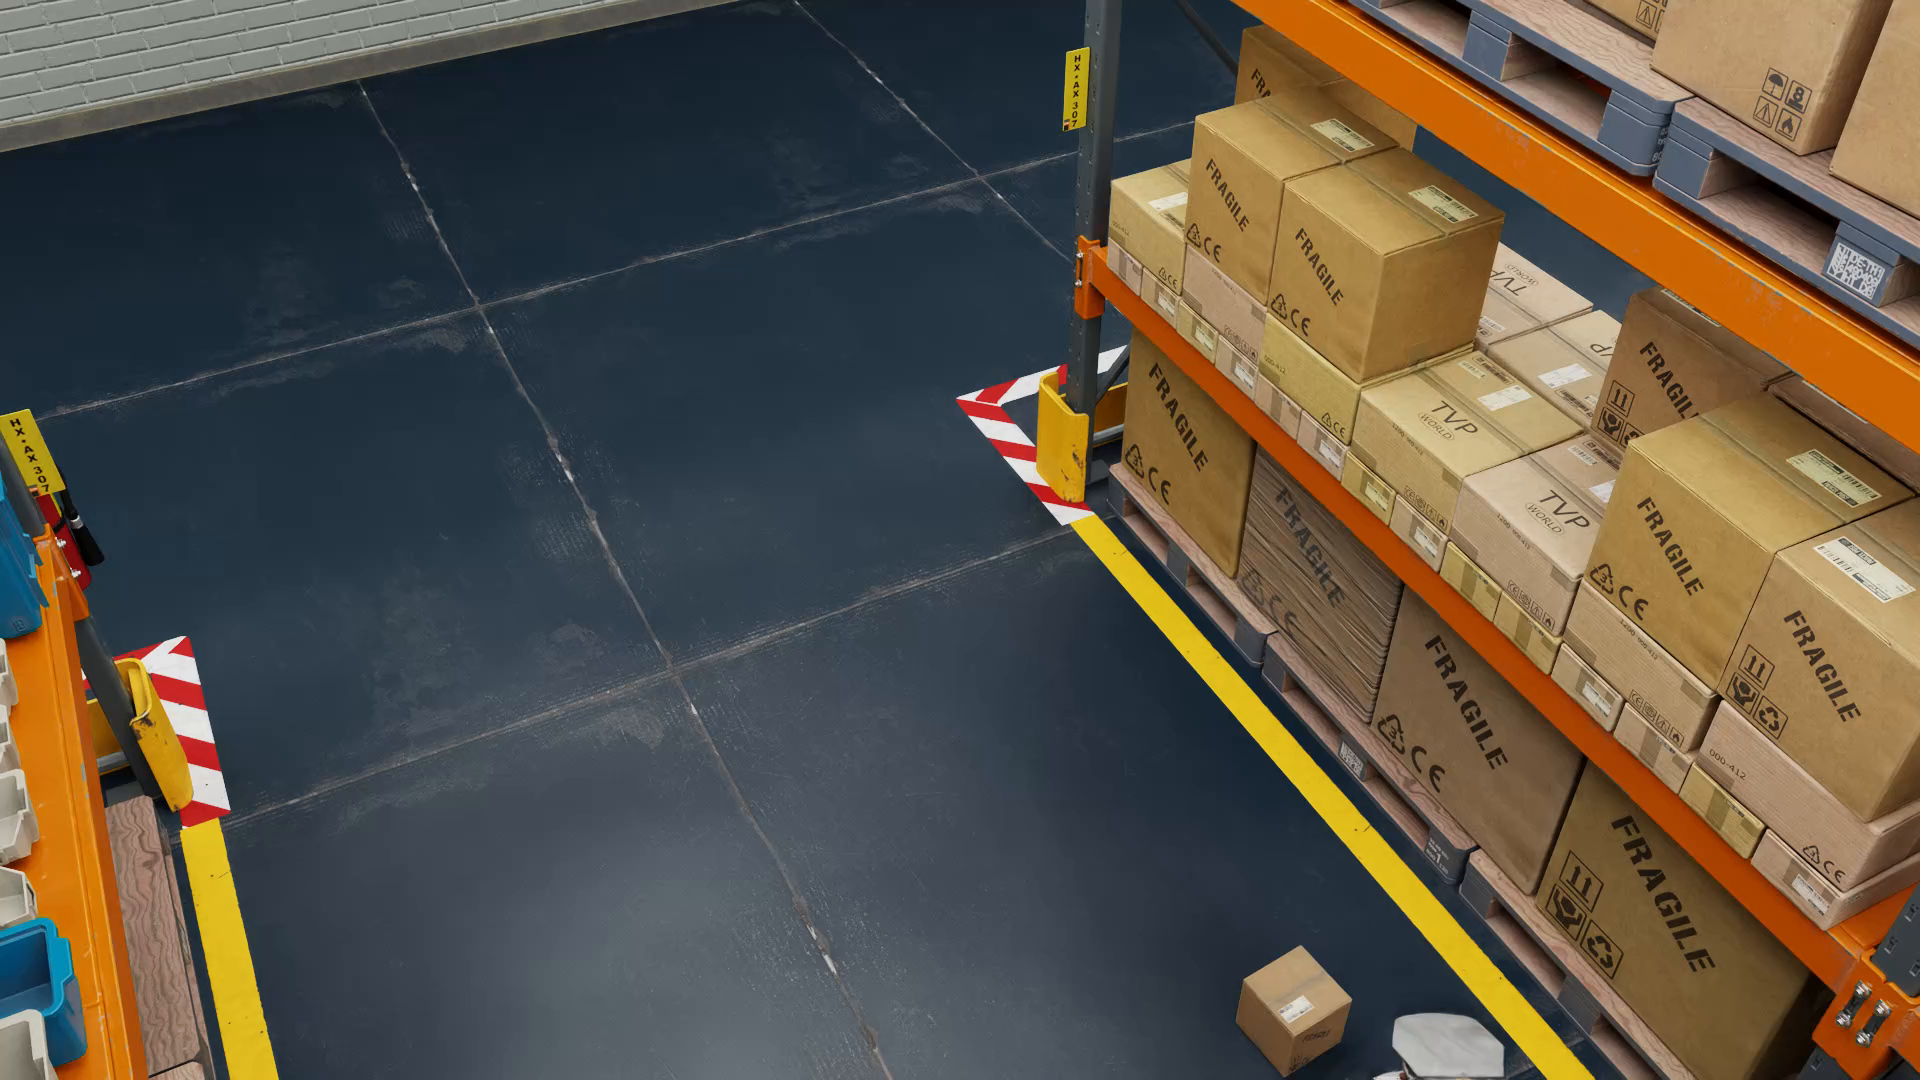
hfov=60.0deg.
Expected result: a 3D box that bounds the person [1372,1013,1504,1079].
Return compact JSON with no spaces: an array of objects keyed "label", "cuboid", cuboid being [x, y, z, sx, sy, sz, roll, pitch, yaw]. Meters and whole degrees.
[{"label":"person","cuboid":[1.111,1.737,4.164,0.452,1.623,1.024,-11,43,-12]}]
